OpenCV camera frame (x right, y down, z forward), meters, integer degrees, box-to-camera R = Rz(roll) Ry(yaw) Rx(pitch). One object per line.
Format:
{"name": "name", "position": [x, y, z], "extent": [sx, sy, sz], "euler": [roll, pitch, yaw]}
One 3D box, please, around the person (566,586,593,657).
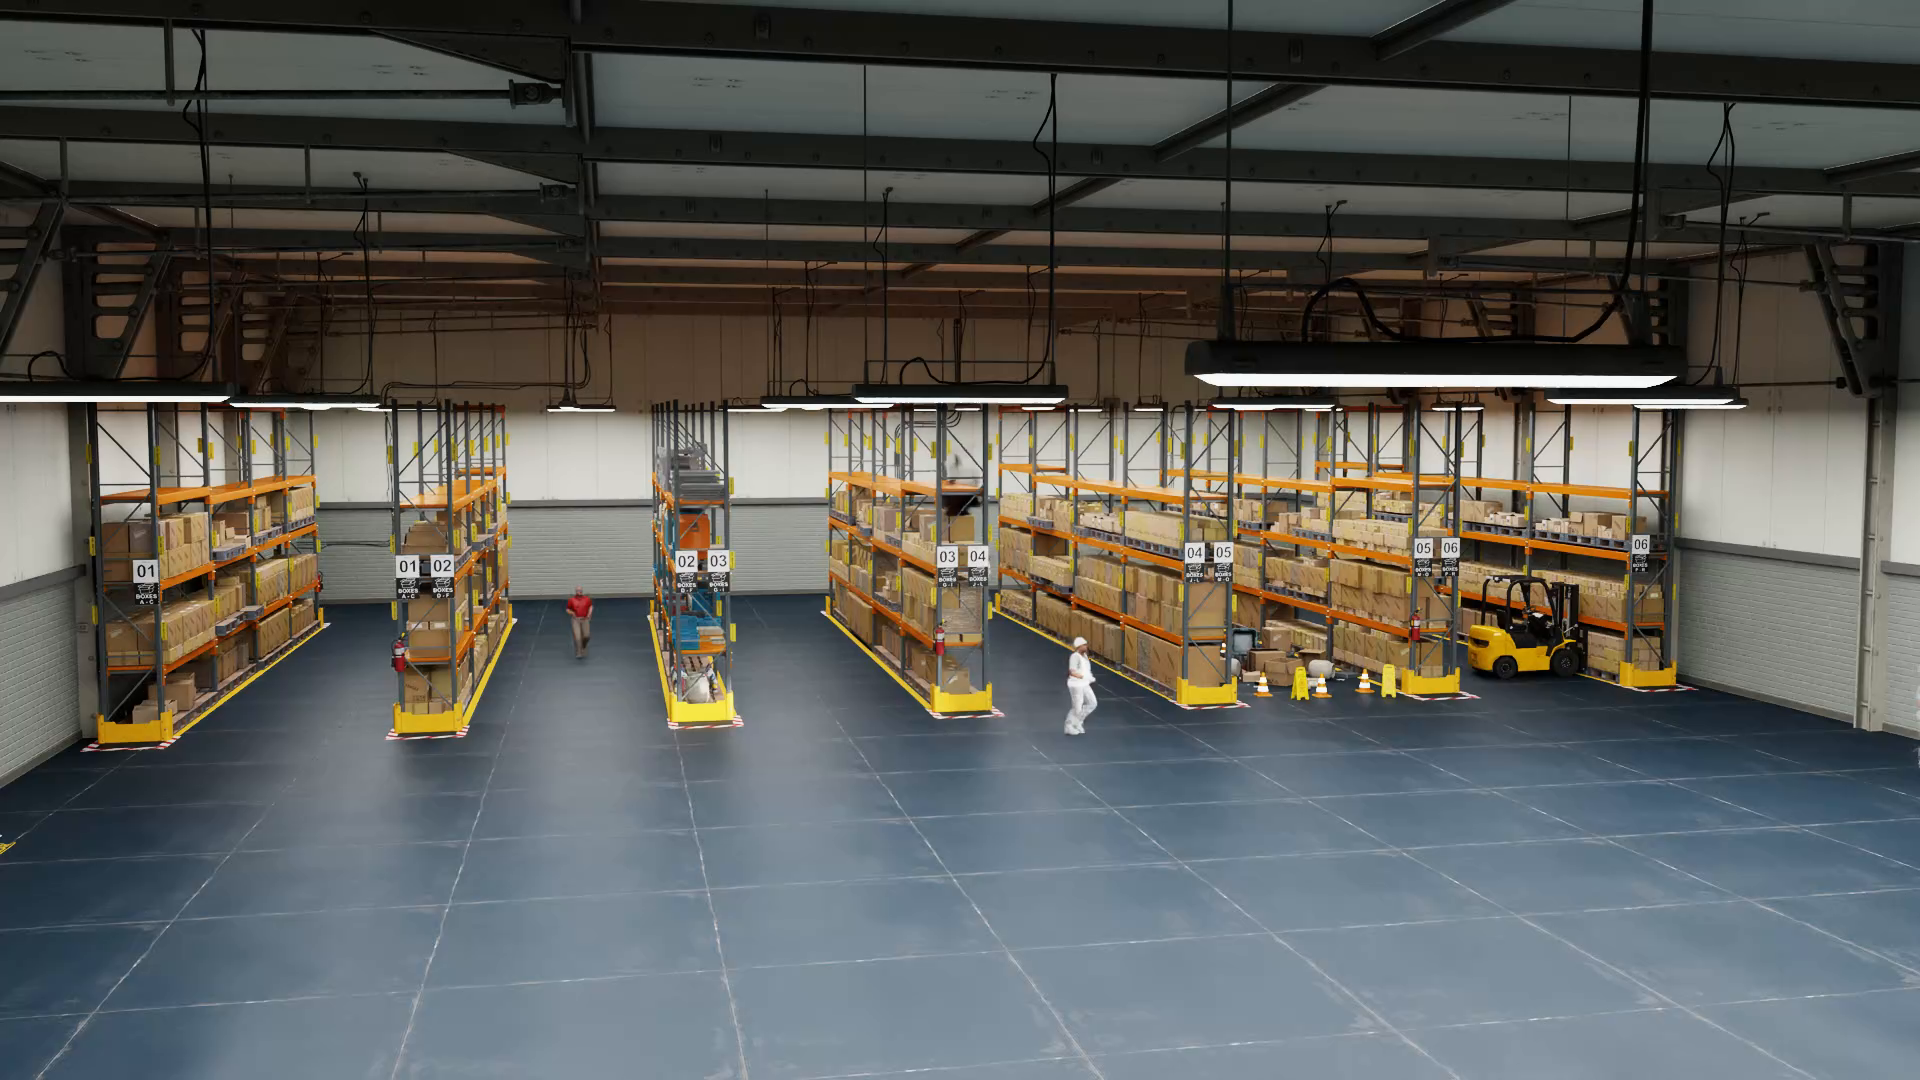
{"name": "person", "position": [-8.907, 1.932, 39.059], "extent": [0.645, 1.685, 0.604], "euler": [-2, 5, -21]}

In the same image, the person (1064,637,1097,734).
{"name": "person", "position": [2.165, 2.606, 29.659], "extent": [0.656, 1.755, 0.660], "euler": [2, 5, 28]}

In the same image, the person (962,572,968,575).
{"name": "person", "position": [0.051, 1.215, 49.228], "extent": [0.799, 1.606, 0.544], "euler": [3, 5, 32]}

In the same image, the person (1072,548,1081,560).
{"name": "person", "position": [3.609, 1.090, 50.393], "extent": [0.821, 1.720, 0.669], "euler": [-1, 4, -11]}
